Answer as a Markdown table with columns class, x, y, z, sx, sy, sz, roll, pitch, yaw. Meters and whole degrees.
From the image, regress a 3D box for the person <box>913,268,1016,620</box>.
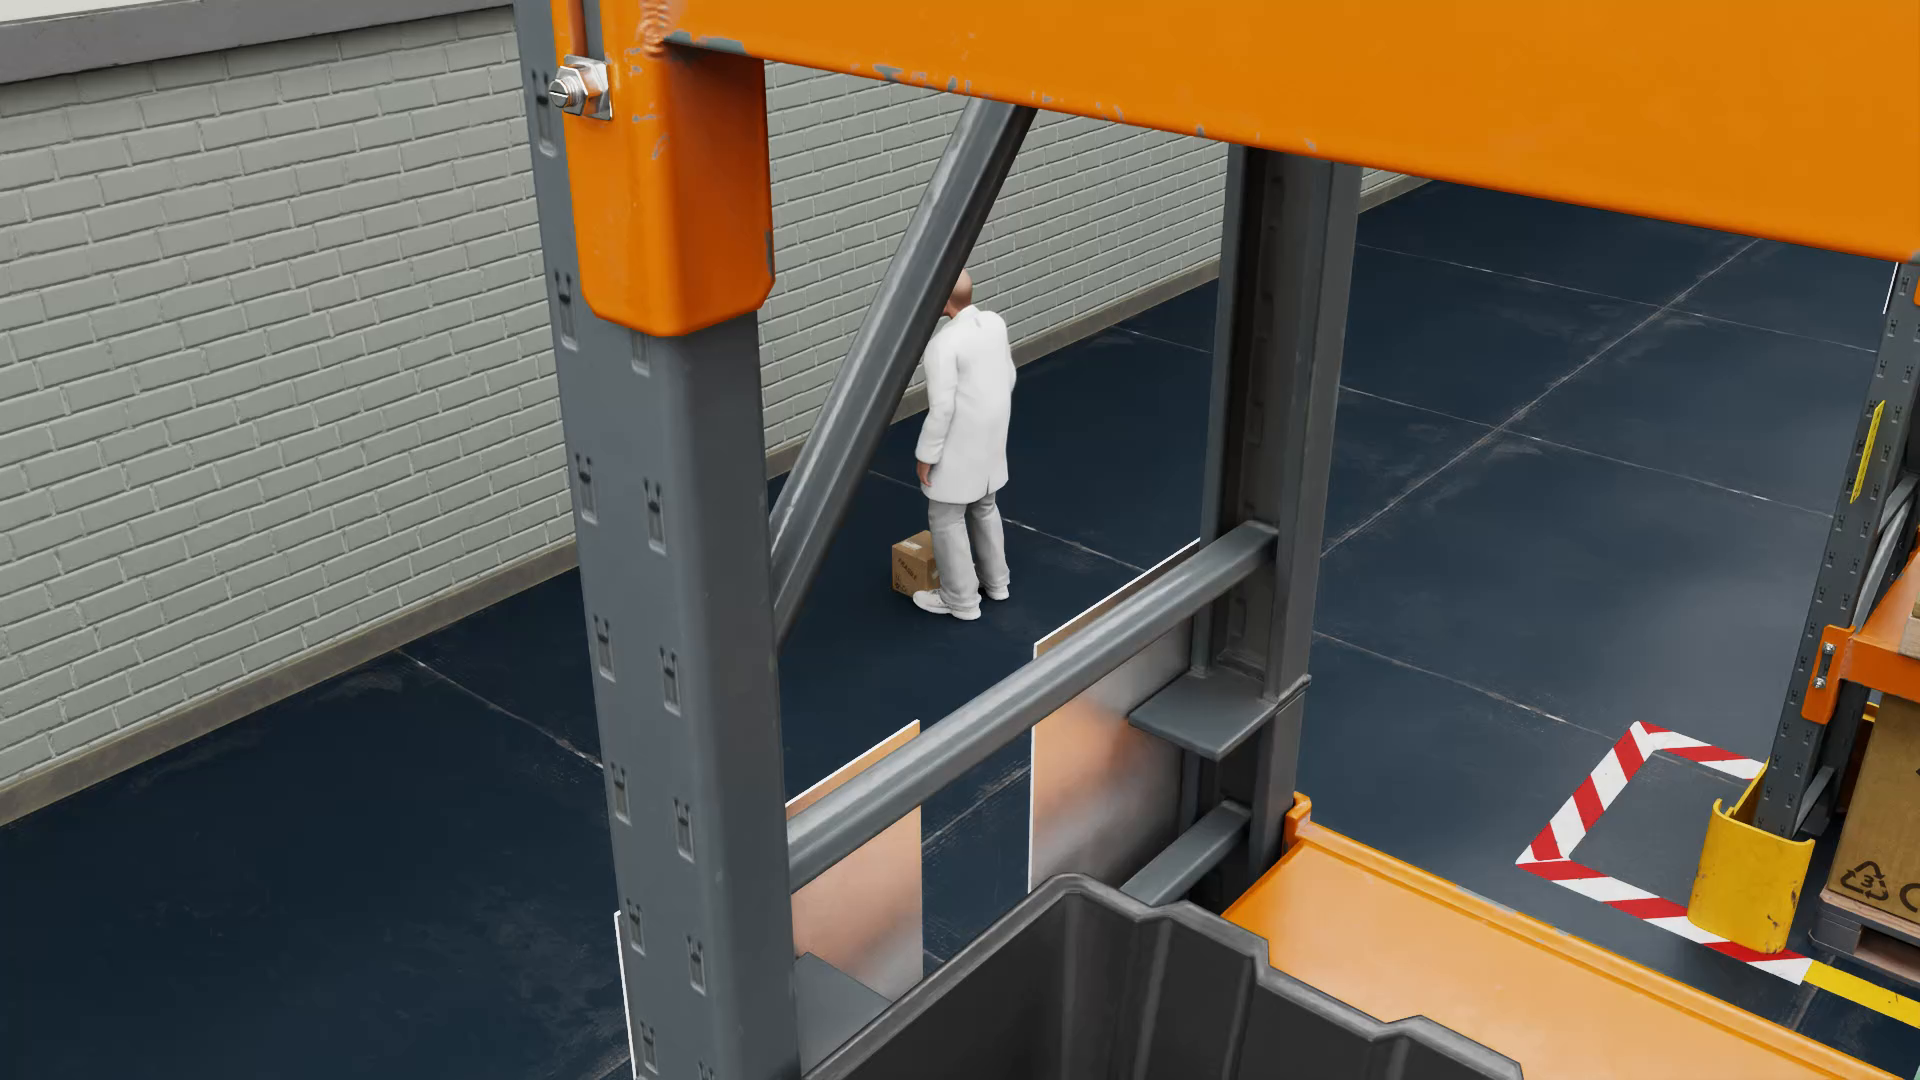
| class | x | y | z | sx | sy | sz | roll | pitch | yaw |
| --- | --- | --- | --- | --- | --- | --- | --- | --- | --- |
| person | 0.020 | -0.469 | 8.056 | 0.416 | 1.774 | 0.652 | 20 | 33 | 34 |
